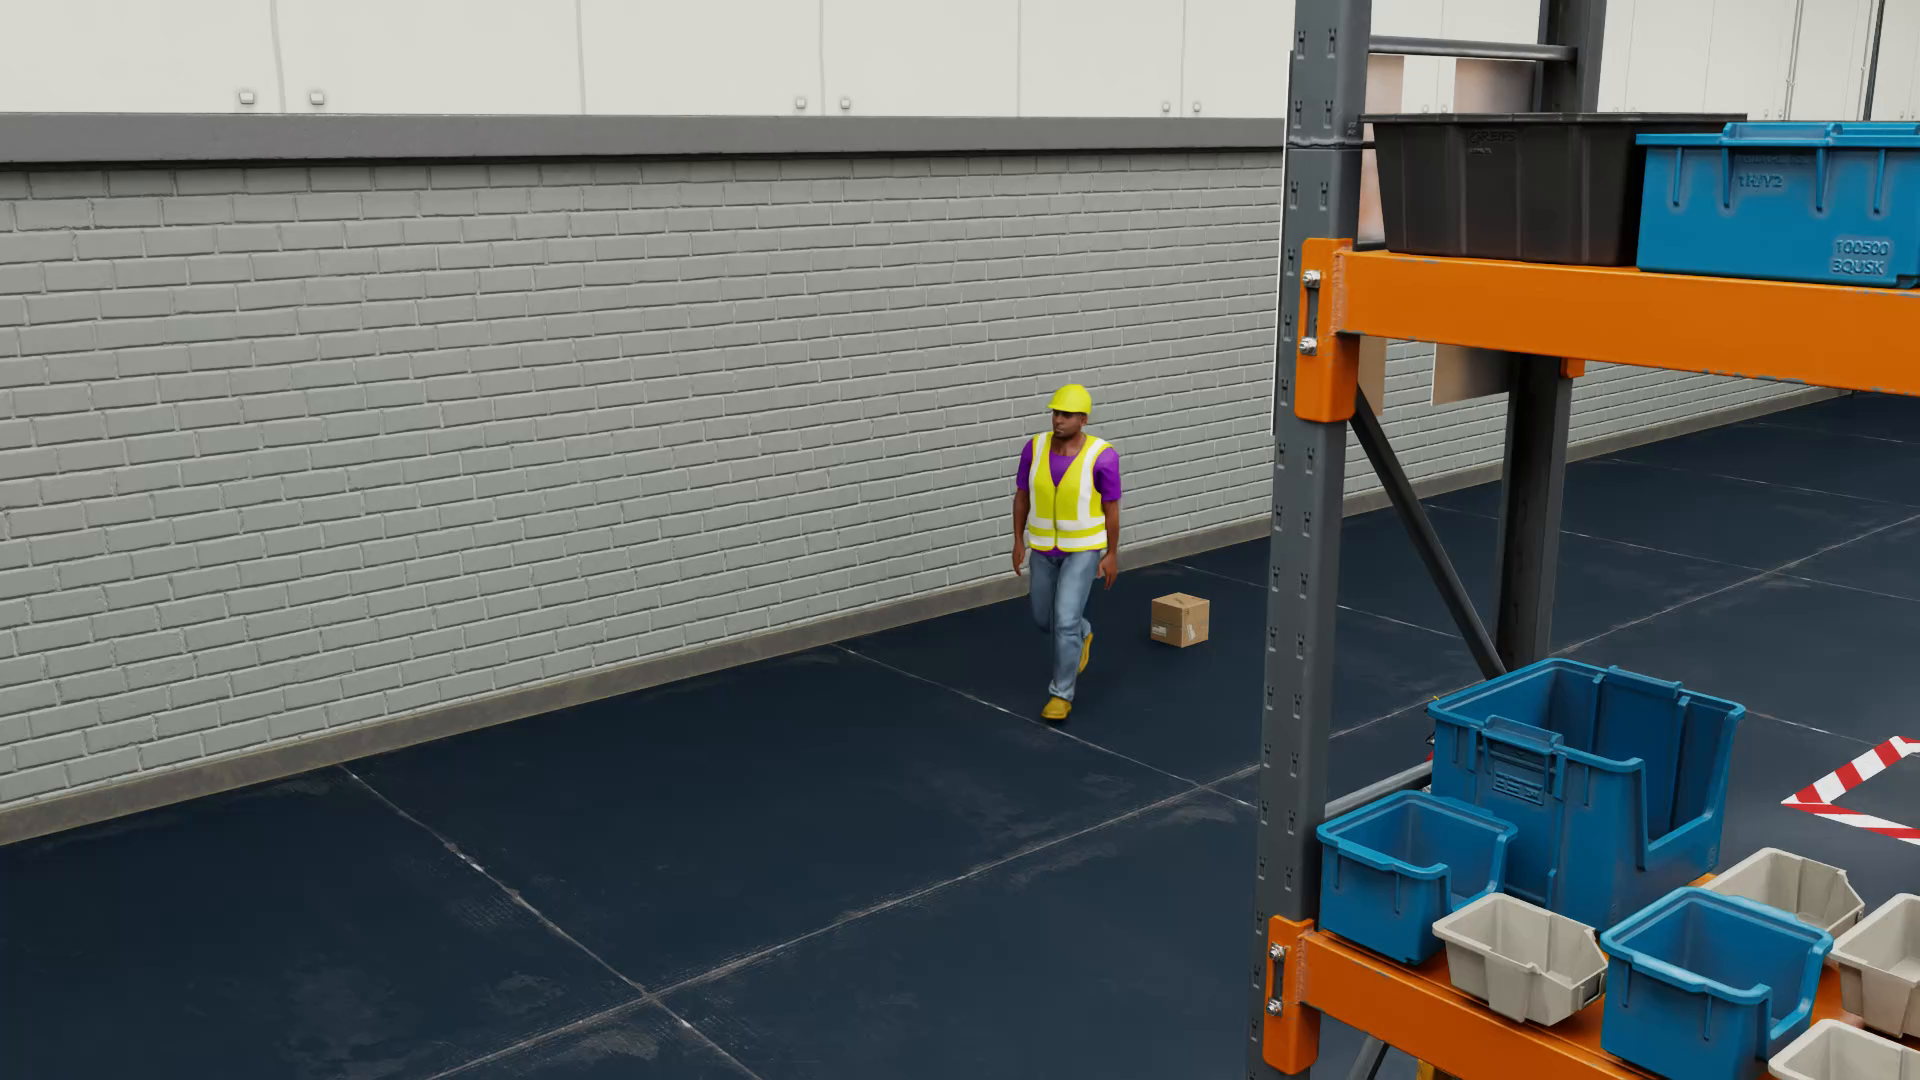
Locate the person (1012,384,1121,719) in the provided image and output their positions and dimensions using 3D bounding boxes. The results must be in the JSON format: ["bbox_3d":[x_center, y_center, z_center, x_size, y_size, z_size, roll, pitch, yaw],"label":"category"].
[{"bbox_3d":[0.573,0.024,8.827,0.583,1.744,0.850,7,16,26],"label":"person"}]
